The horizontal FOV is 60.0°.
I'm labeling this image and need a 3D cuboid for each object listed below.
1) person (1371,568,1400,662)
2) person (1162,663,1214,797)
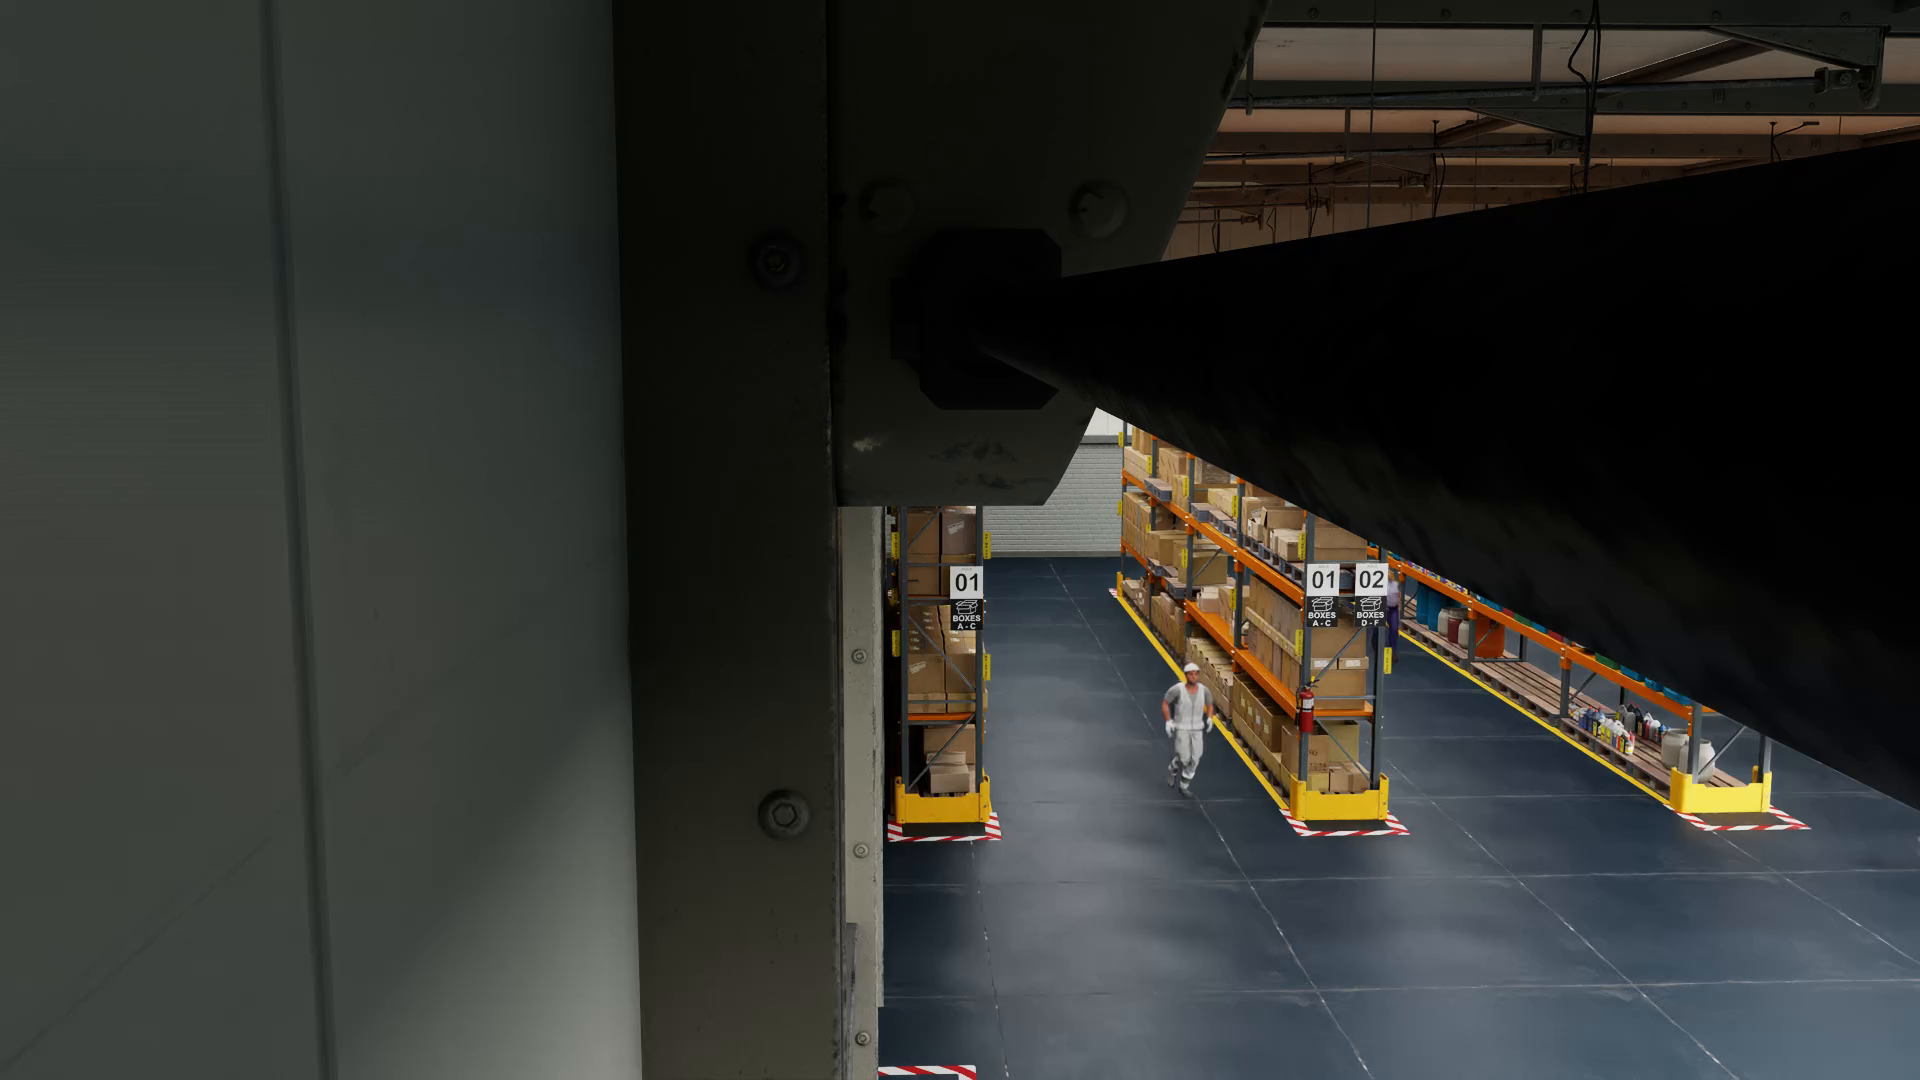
[{"bbox_3d":[7.684,1.311,29.970,0.610,1.649,0.920,-1,8,-6],"label":"person"},{"bbox_3d":[2.952,2.429,21.330,0.664,1.740,0.573,-2,8,-13],"label":"person"}]
